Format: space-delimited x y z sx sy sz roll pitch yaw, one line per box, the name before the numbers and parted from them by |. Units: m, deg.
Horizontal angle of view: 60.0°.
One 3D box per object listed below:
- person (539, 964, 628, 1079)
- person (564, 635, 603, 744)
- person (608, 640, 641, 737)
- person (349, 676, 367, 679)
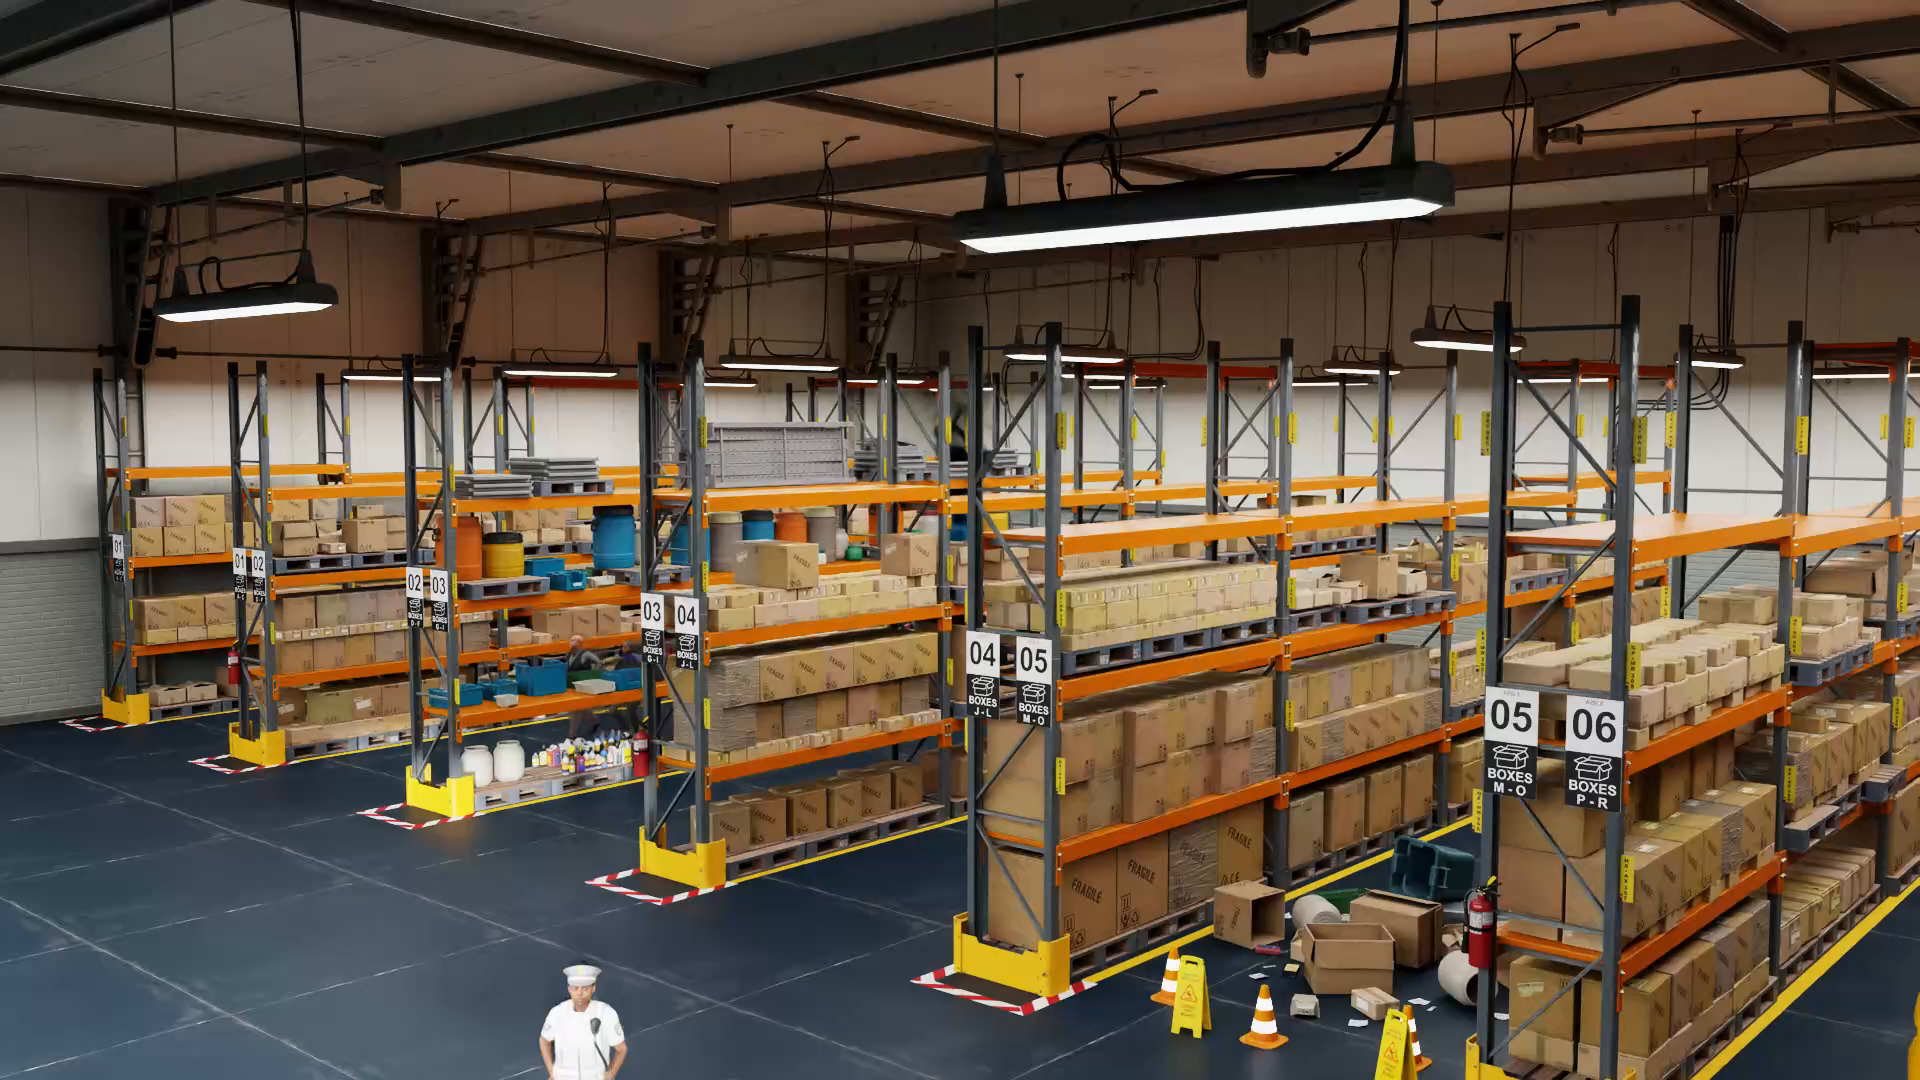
person | -2.447 3.551 10.791 0.577 1.686 0.760 0 4 -6
person | -5.977 2.368 26.328 0.665 1.754 0.954 3 5 37
person | -5.313 2.400 26.369 0.550 1.626 0.638 3 5 31
person | -10.148 2.223 28.242 0.754 1.814 0.671 -4 6 -43
